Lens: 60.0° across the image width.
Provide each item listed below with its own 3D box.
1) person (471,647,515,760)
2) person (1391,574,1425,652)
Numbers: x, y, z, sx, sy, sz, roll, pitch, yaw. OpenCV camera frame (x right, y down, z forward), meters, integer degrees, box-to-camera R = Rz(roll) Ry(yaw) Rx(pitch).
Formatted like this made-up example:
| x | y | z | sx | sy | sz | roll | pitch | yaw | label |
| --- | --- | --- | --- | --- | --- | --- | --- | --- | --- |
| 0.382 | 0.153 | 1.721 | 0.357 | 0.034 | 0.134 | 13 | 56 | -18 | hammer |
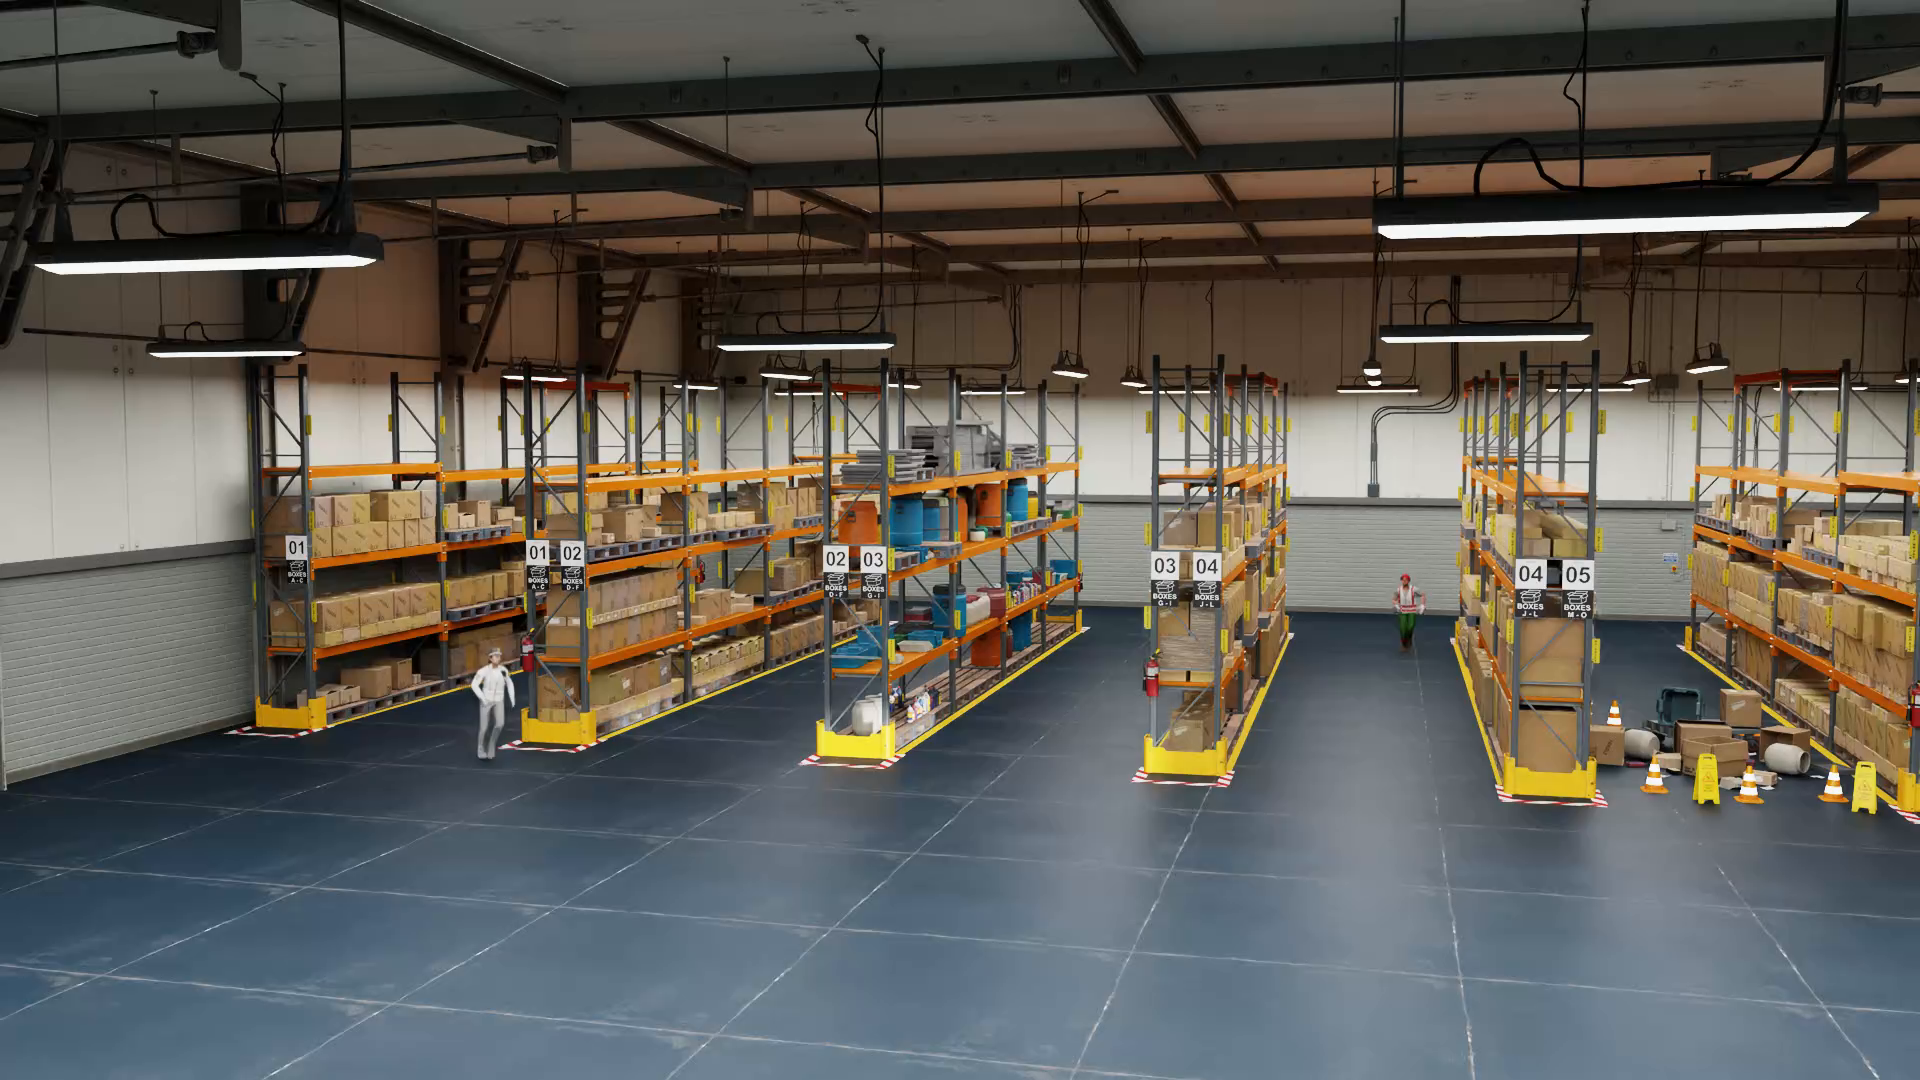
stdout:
| x | y | z | sx | sy | sz | roll | pitch | yaw | label |
| --- | --- | --- | --- | --- | --- | --- | --- | --- | --- |
| -7.008 | 2.457 | 25.022 | 0.666 | 1.668 | 0.545 | -2 | 4 | -28 | person |
| 9.808 | 1.614 | 36.467 | 0.693 | 1.737 | 0.698 | 2 | 4 | 25 | person |
